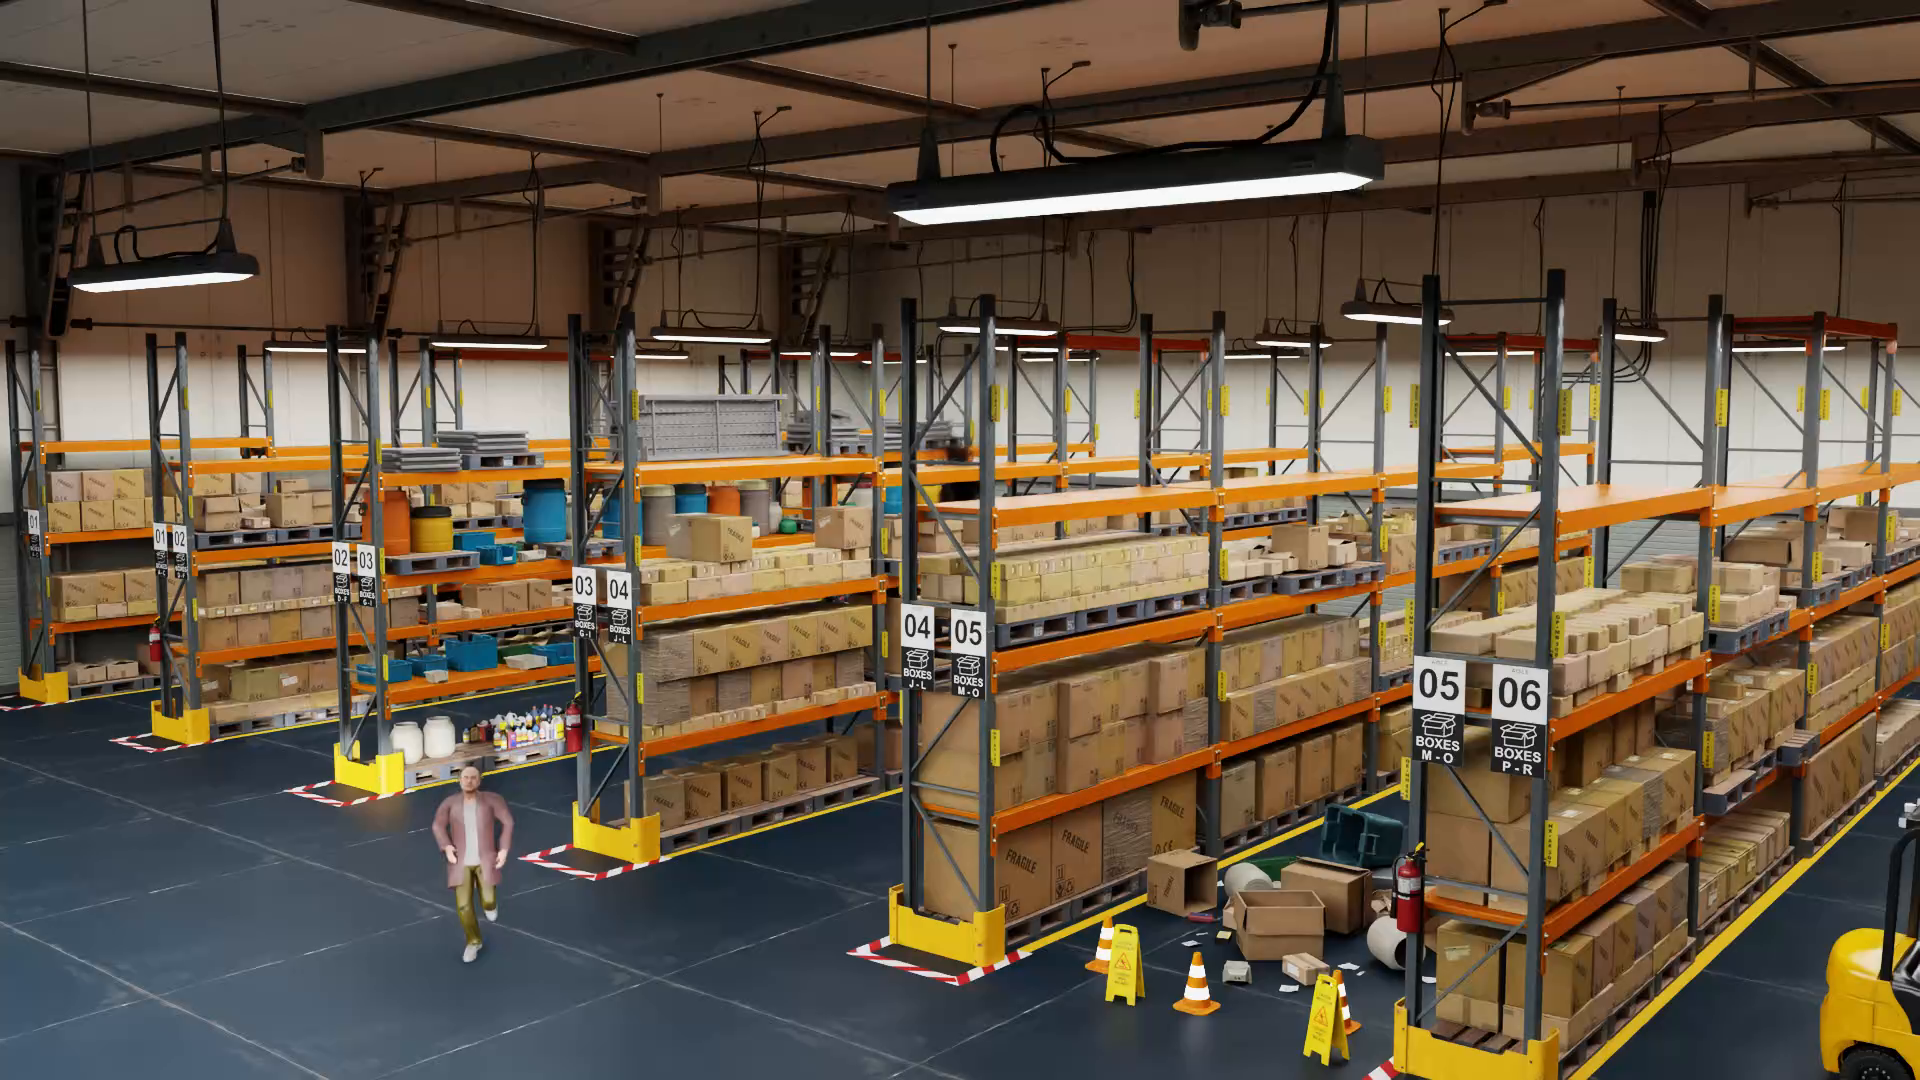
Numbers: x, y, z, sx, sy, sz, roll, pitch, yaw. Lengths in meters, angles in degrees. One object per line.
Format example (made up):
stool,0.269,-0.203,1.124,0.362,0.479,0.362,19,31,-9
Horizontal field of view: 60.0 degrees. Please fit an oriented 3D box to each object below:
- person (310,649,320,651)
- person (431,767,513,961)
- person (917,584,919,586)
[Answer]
person,-11.089,1.799,28.813,0.555,1.602,0.659,4,6,37
person,-4.500,2.939,15.363,0.730,1.725,0.718,-1,5,-15
person,-0.763,1.173,35.100,0.672,1.674,0.594,3,6,26
